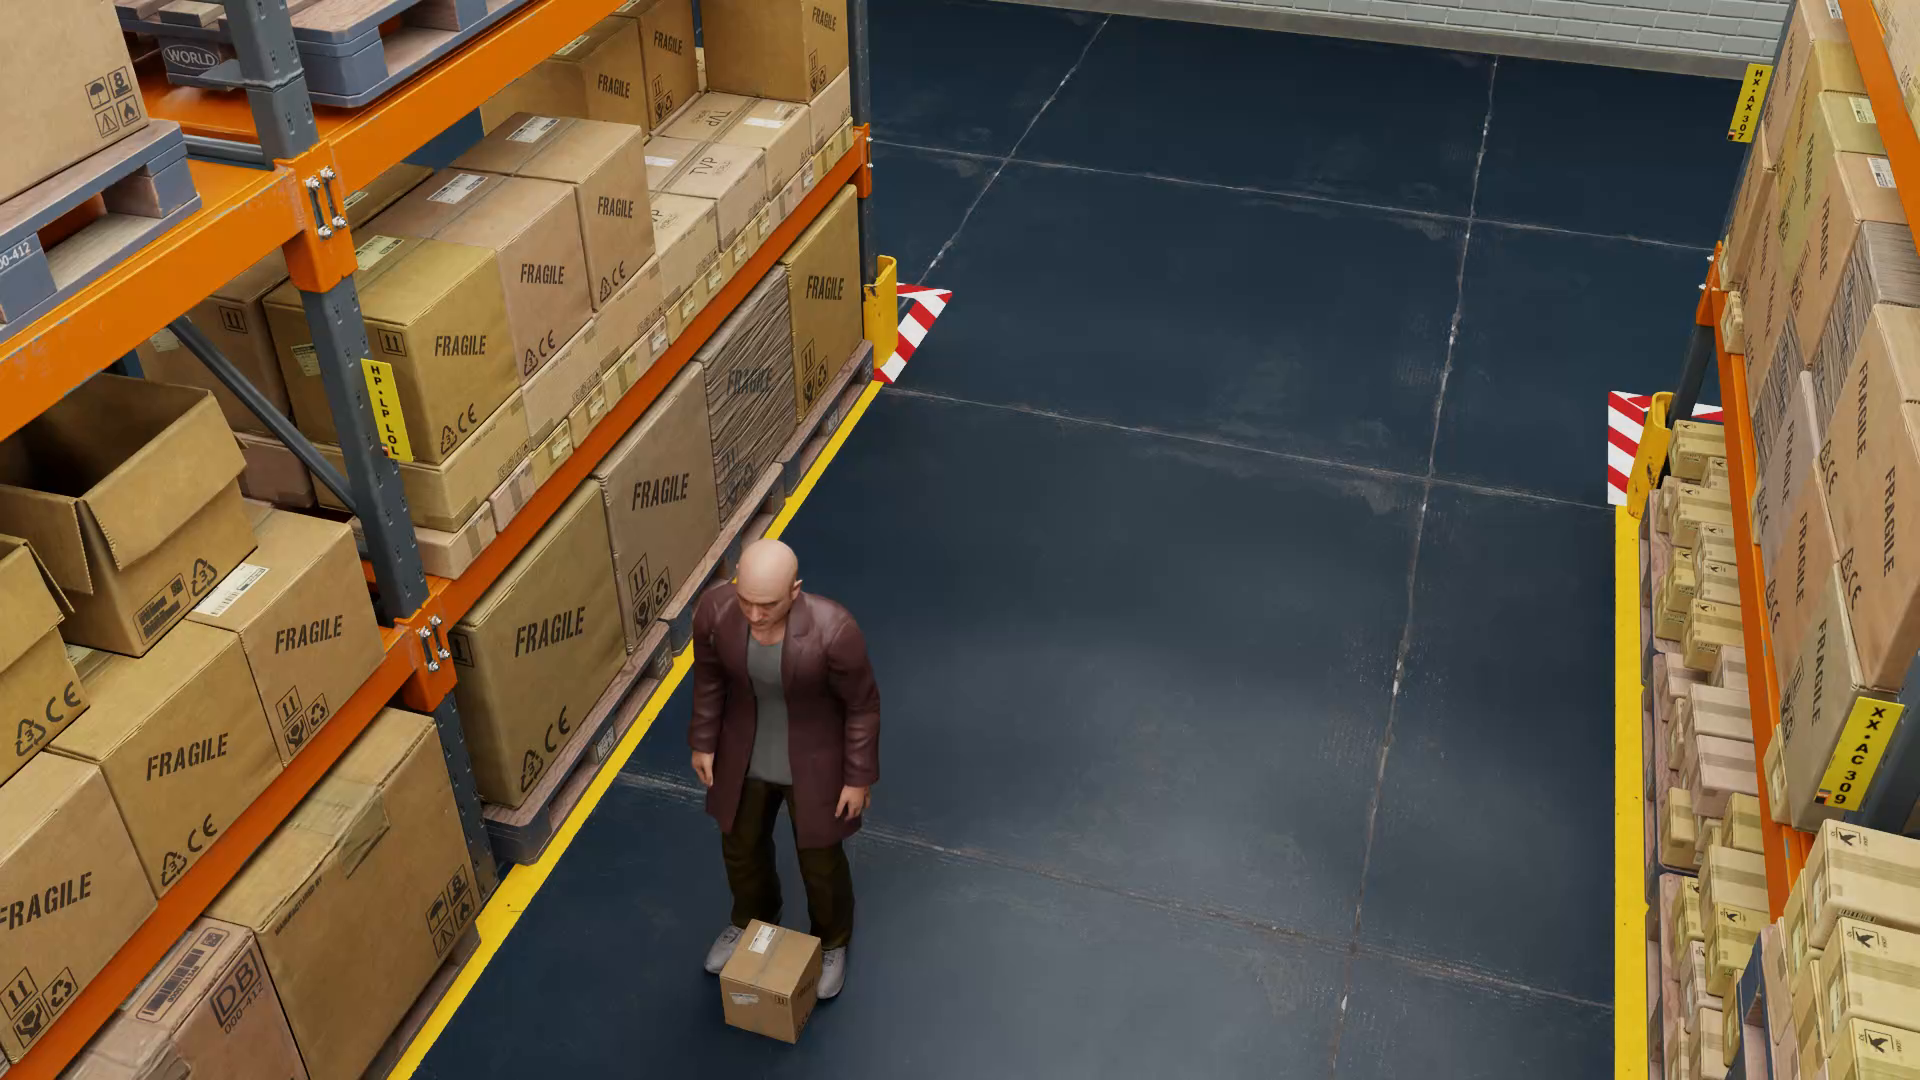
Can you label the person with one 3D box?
[{"bbox_3d":[-0.556,0.697,5.222,0.640,1.773,0.426,10,38,13],"label":"person"}]
